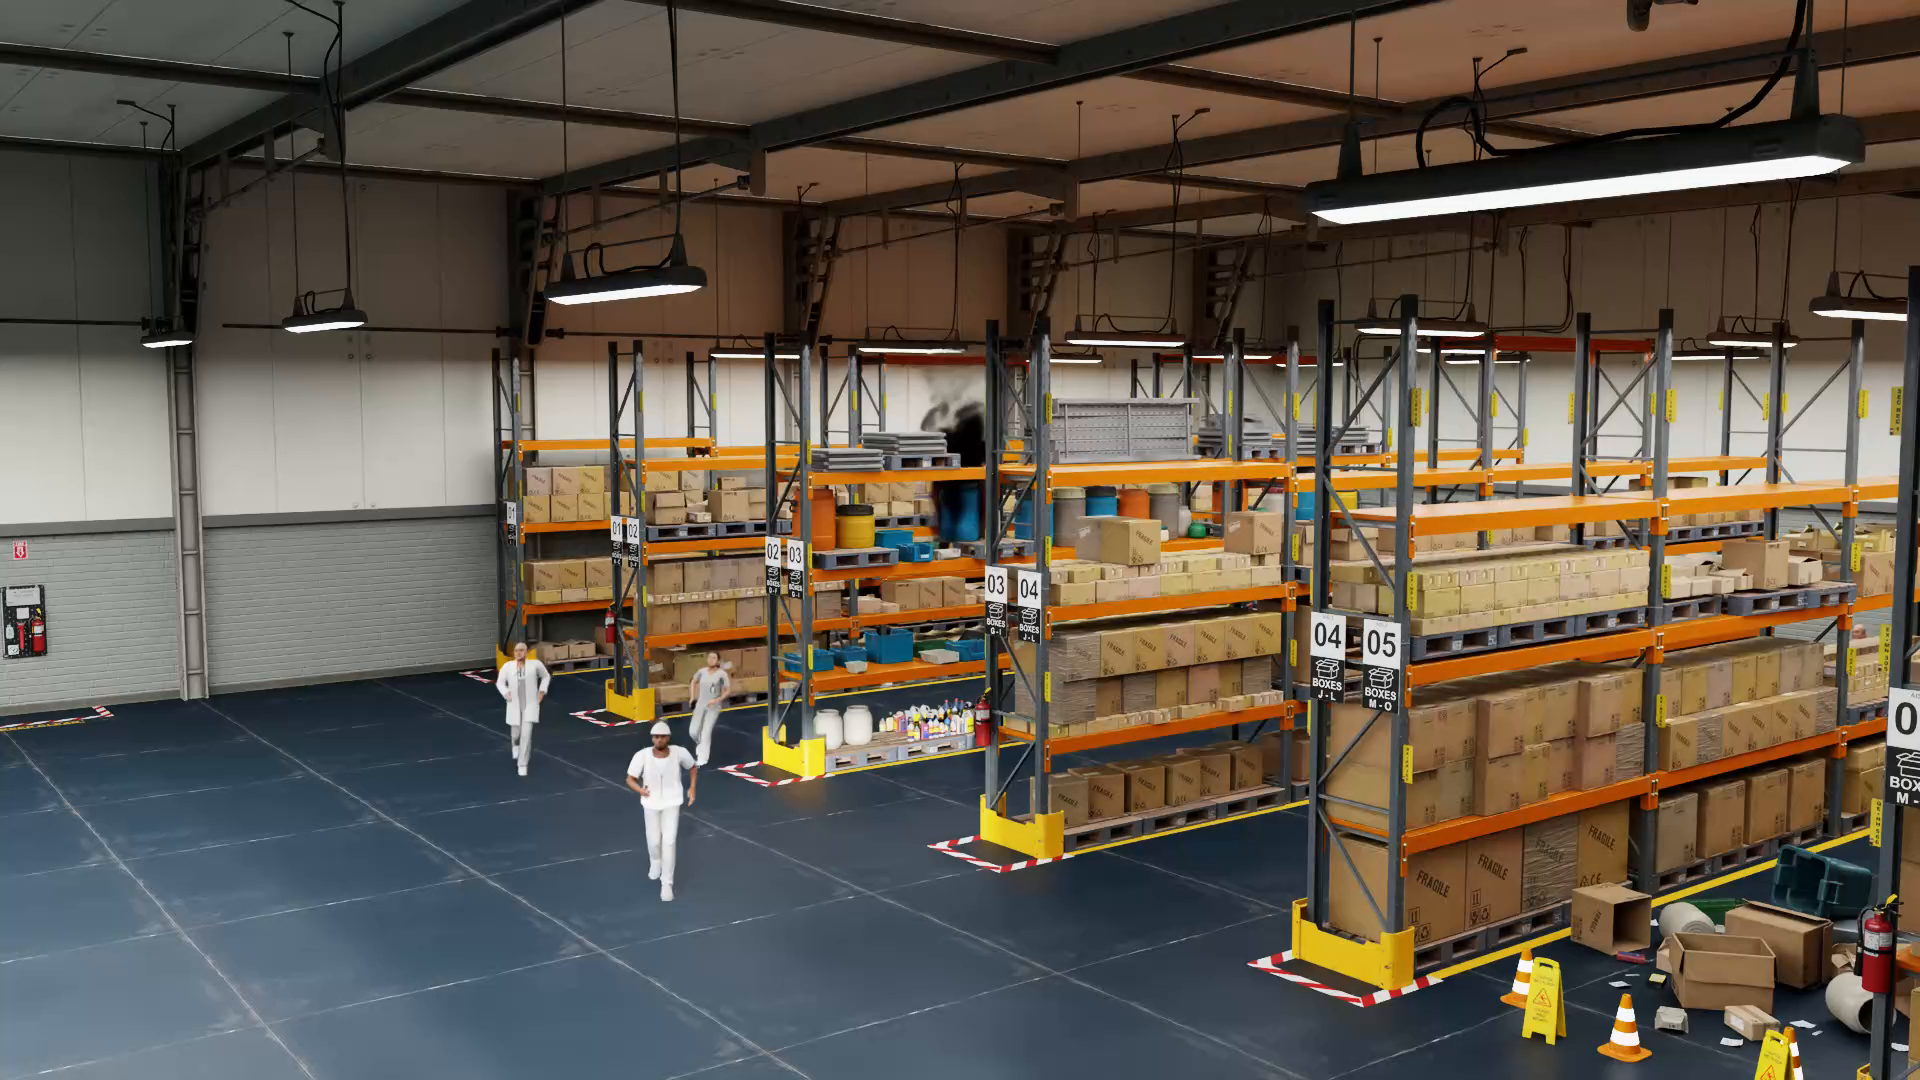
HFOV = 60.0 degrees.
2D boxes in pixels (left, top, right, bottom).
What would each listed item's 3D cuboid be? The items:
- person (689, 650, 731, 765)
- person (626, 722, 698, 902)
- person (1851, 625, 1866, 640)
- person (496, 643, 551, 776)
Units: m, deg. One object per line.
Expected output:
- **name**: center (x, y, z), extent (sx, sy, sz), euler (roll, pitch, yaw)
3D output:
- **person**: center (-3.488, 2.335, 23.174), extent (0.612, 1.611, 0.534), euler (1, 5, 8)
- **person**: center (-3.094, 2.763, 17.284), extent (0.726, 1.784, 0.865), euler (-1, 5, -8)
- **person**: center (13.205, 2.148, 24.357), extent (0.967, 1.828, 0.727), euler (-3, 6, -31)
- **person**: center (-6.001, 2.288, 22.884), extent (0.718, 1.778, 0.935), euler (-1, 5, -8)
